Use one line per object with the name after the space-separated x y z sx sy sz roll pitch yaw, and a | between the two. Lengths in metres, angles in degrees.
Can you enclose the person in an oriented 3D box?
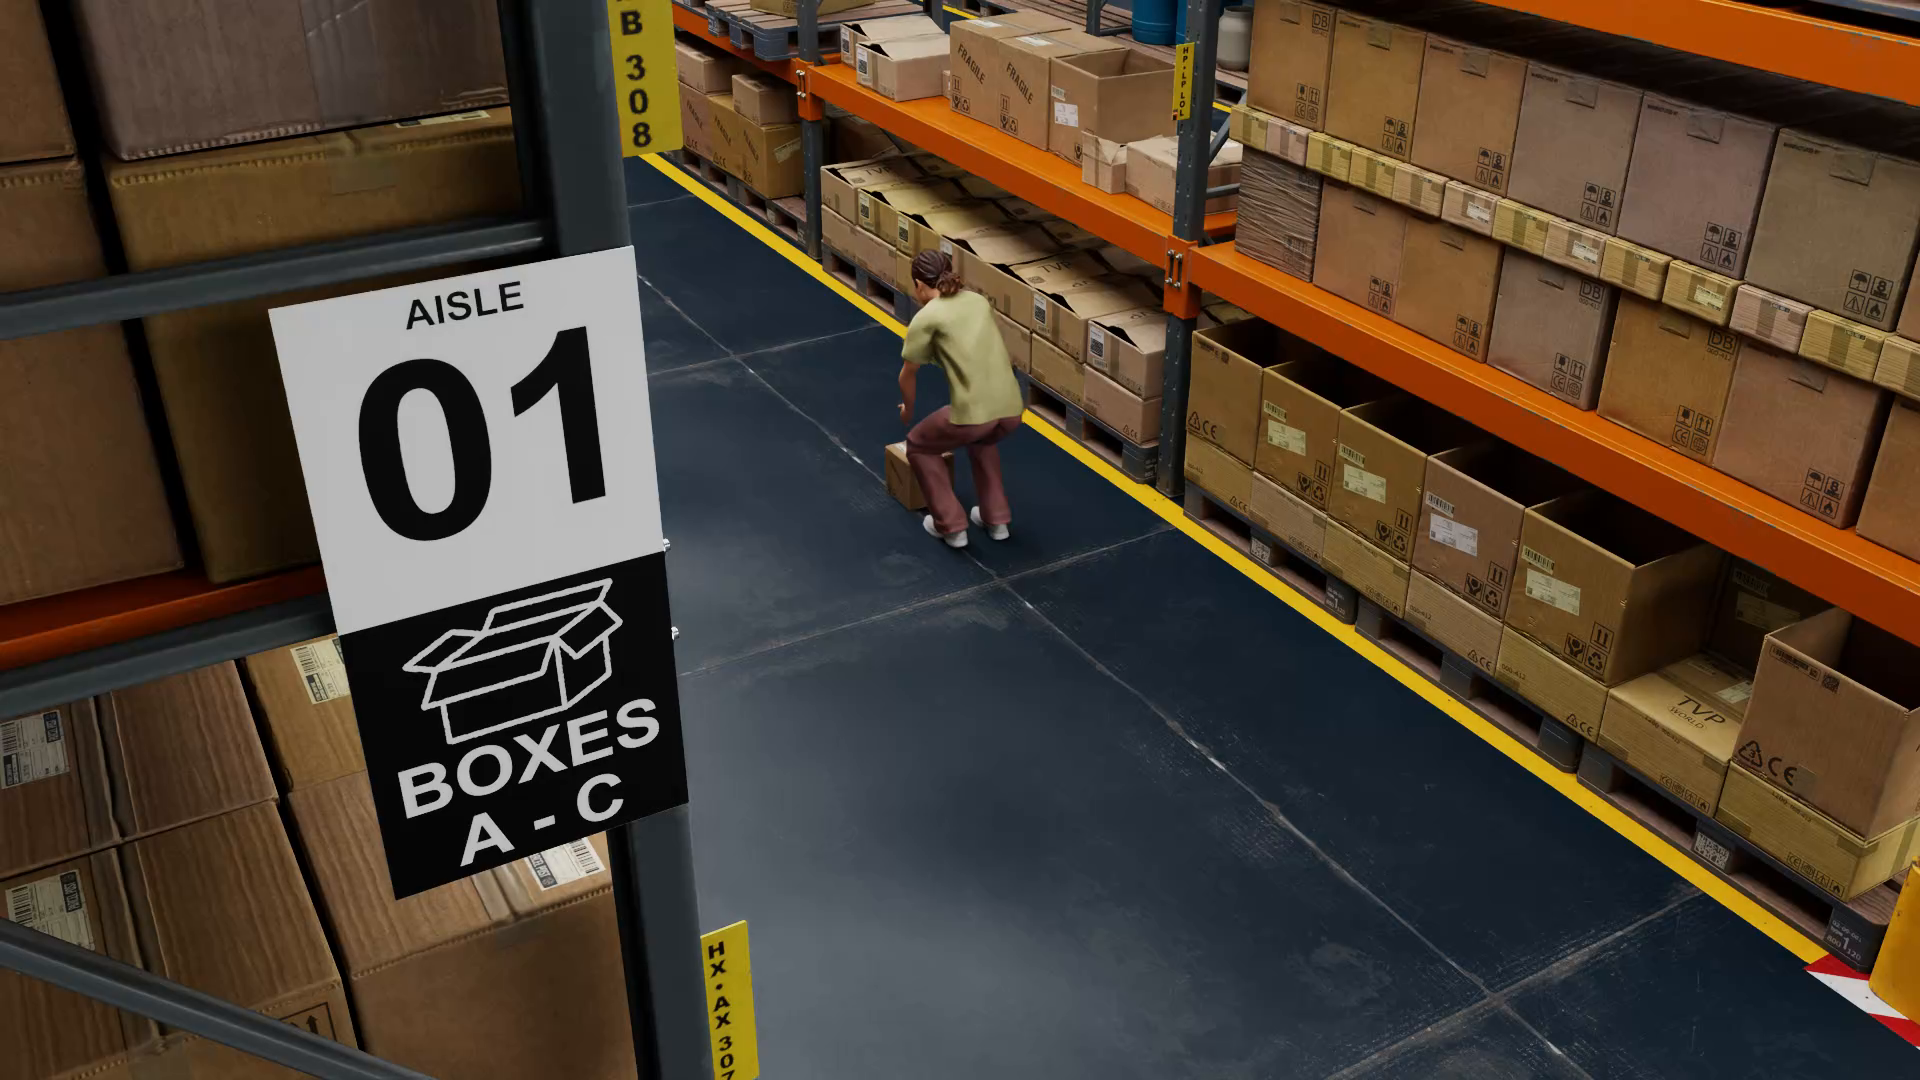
-0.015 -0.624 7.604 0.511 1.333 0.668 -16 33 -26 | person
